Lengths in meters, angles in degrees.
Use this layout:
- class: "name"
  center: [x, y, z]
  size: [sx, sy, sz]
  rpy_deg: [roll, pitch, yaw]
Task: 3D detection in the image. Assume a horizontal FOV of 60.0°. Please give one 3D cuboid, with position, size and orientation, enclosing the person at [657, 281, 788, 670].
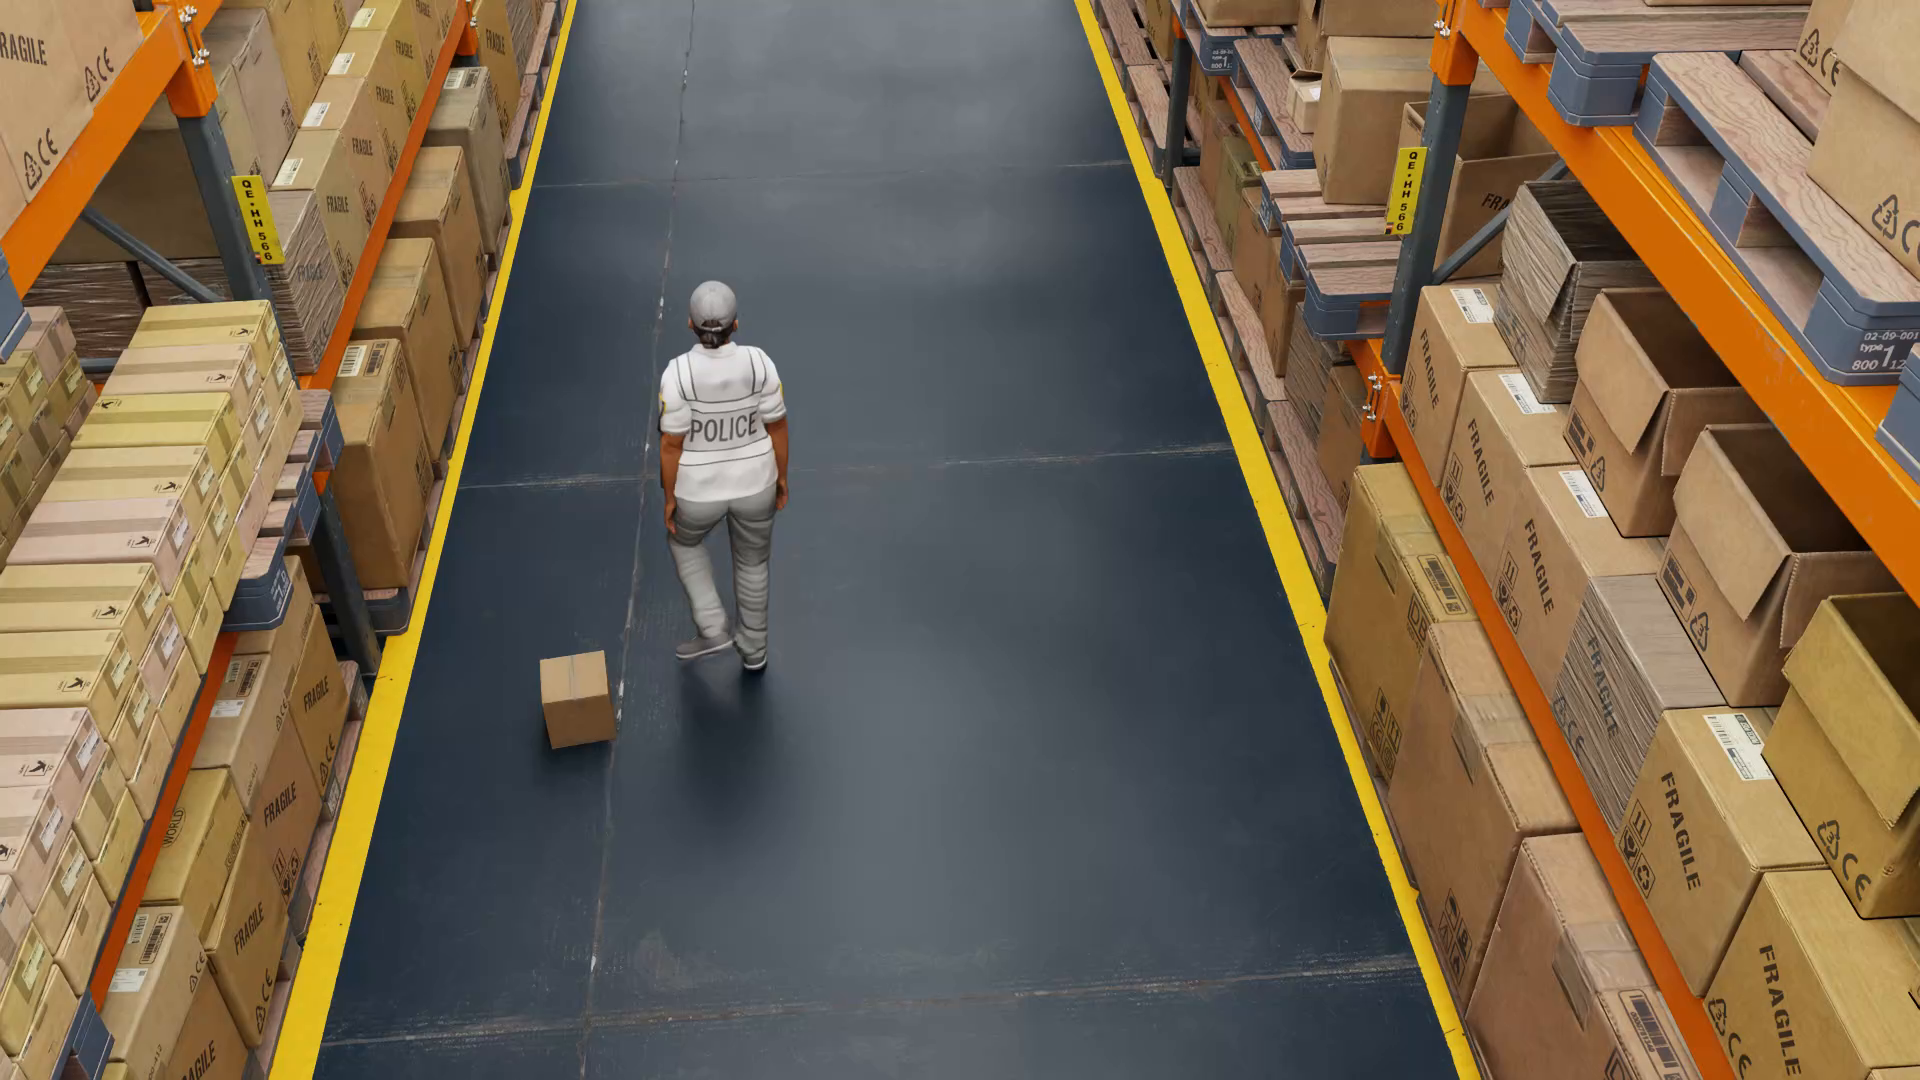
- class: "person"
  center: [-0.916, -0.211, 6.399]
  size: [0.549, 1.656, 0.512]
  rpy_deg: [-11, 41, -13]
